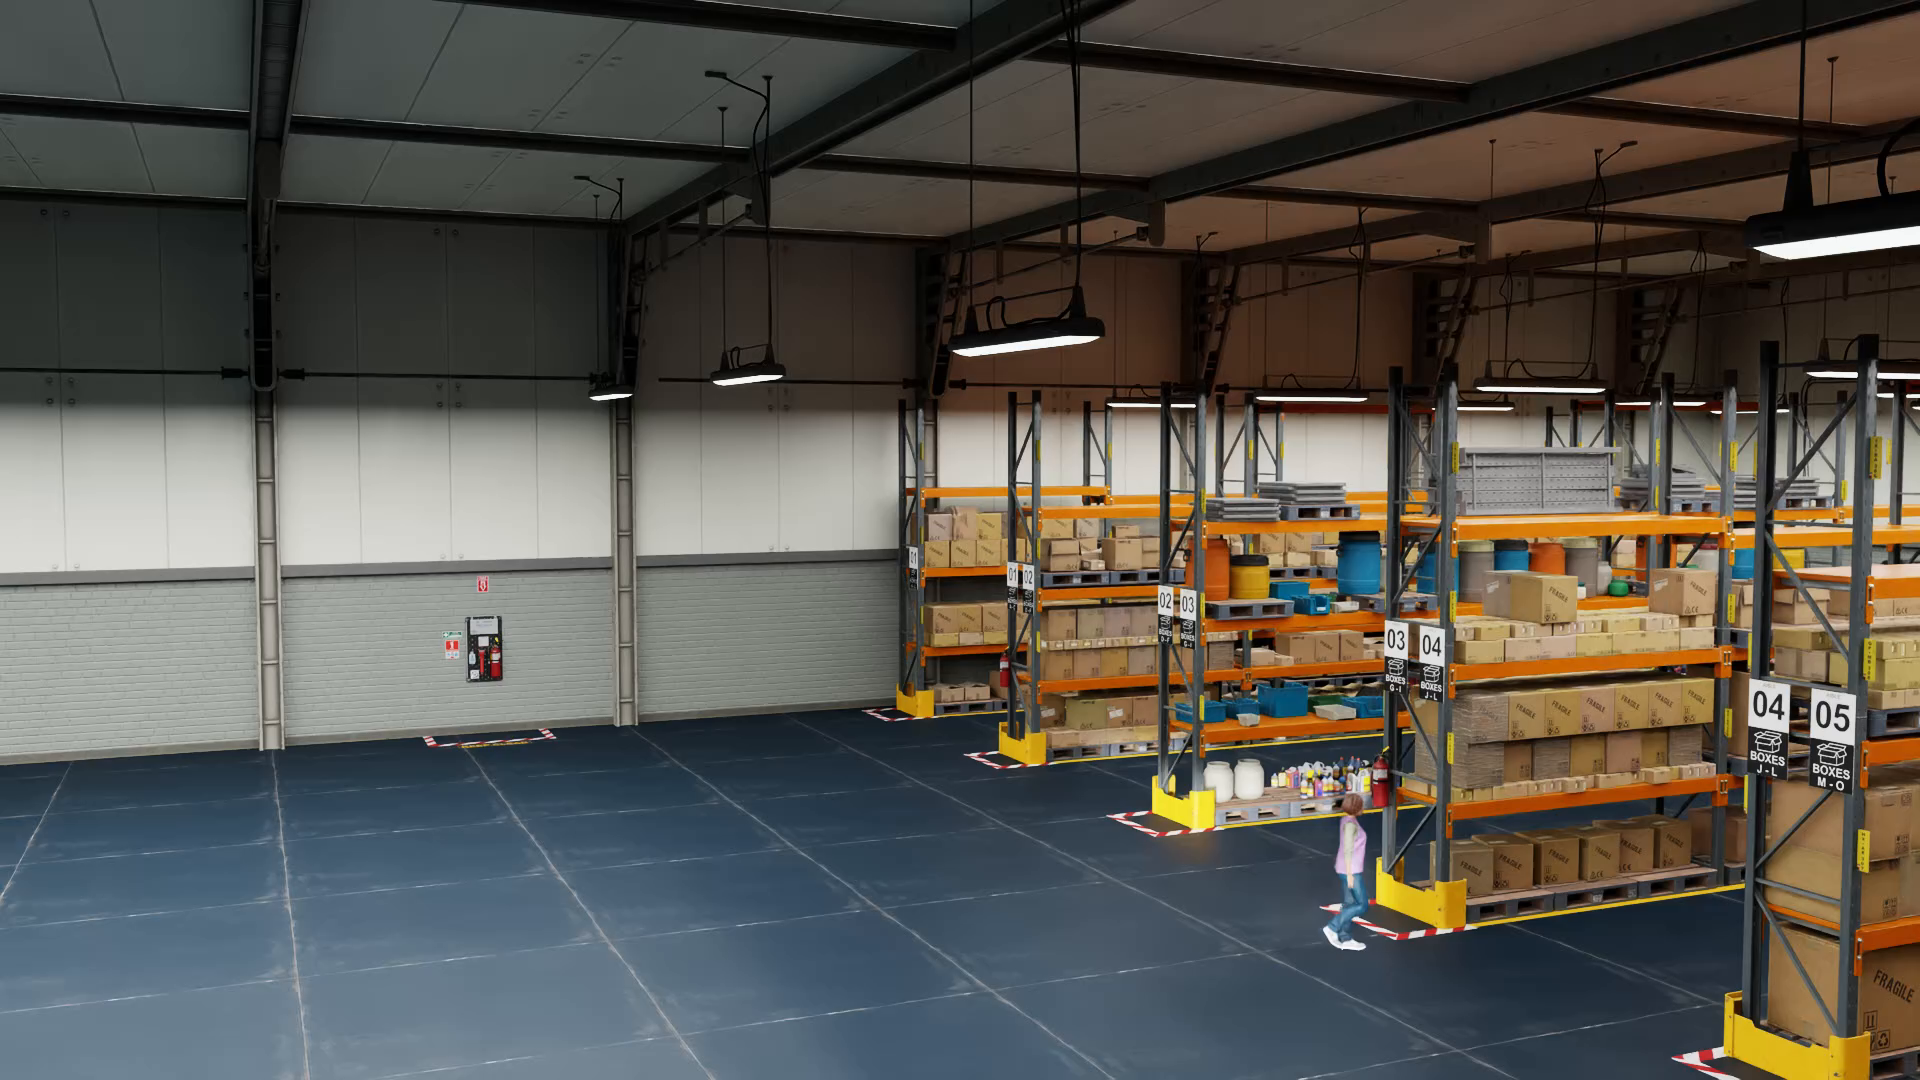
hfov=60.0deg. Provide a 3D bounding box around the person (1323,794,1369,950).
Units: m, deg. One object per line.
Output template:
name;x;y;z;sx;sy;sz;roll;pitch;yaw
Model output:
person;3.921;3.375;16.917;0.441;1.597;0.436;0;3;7
